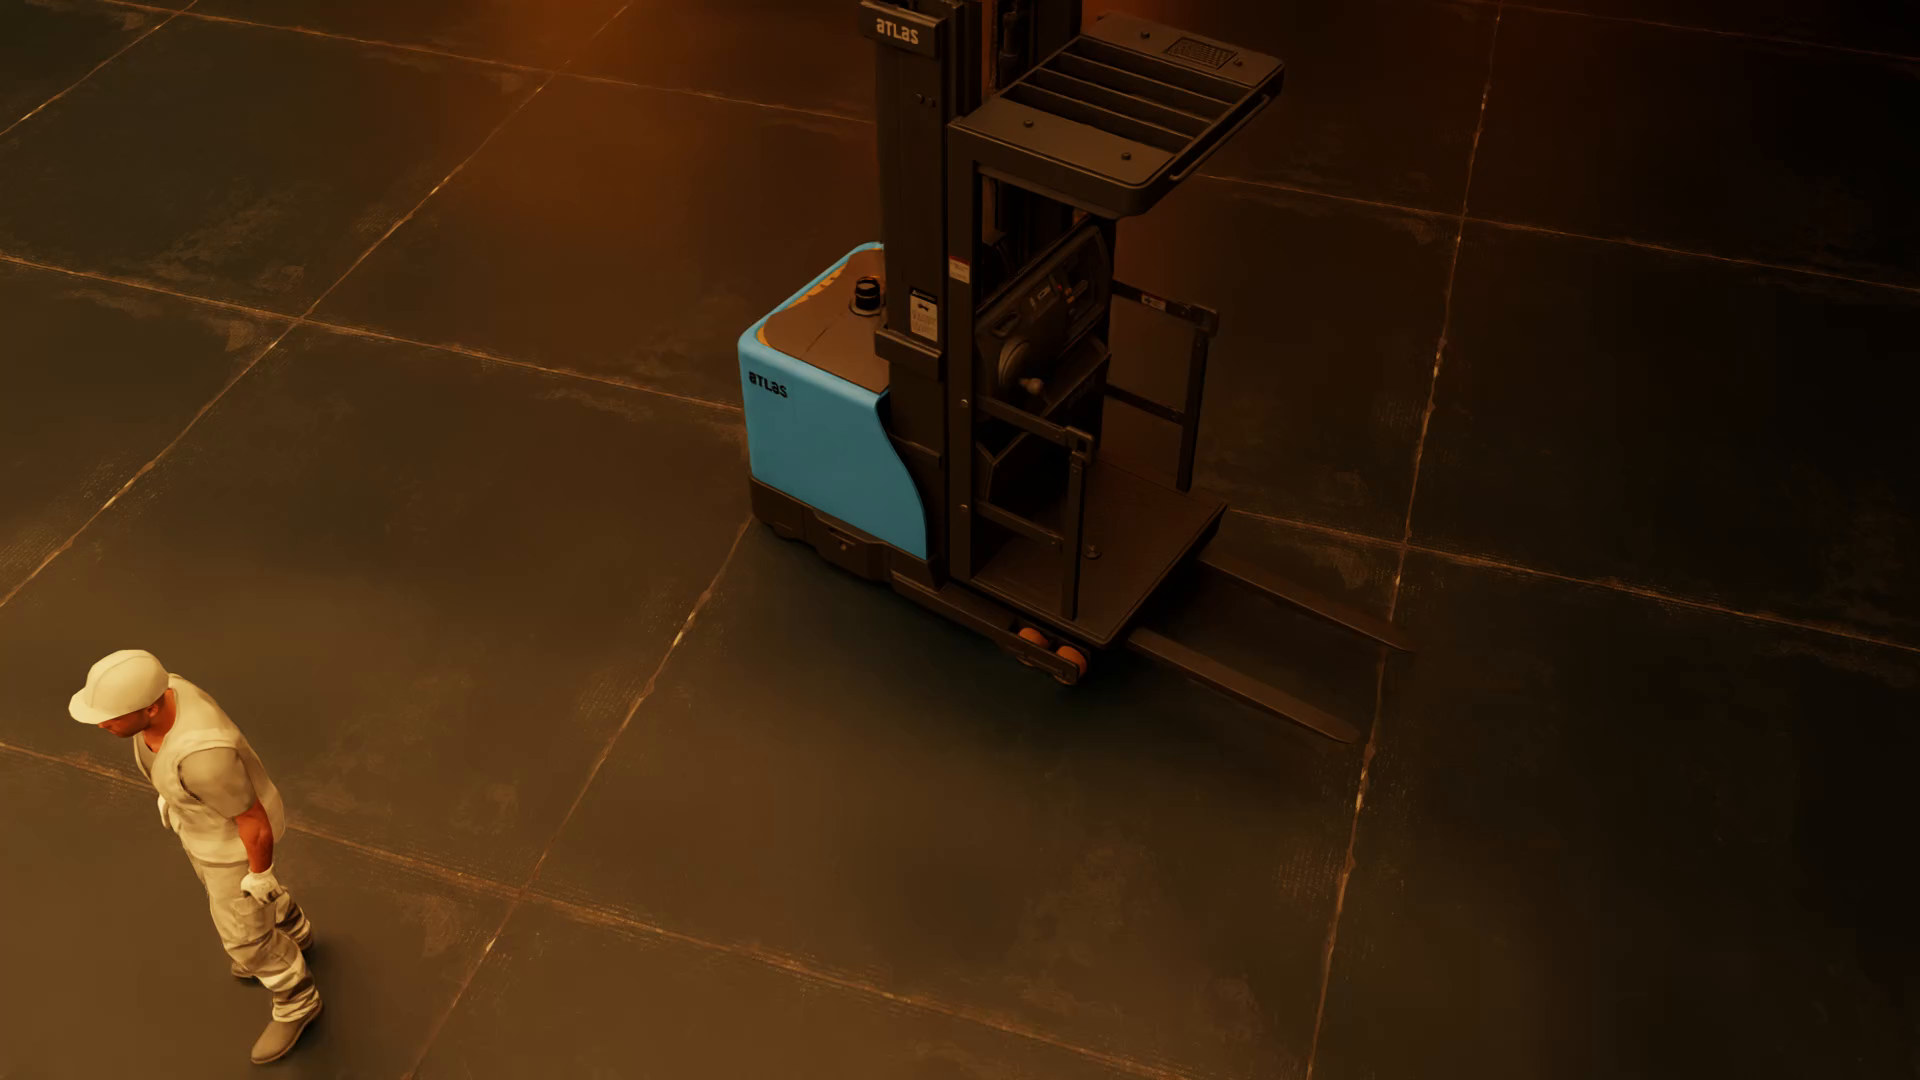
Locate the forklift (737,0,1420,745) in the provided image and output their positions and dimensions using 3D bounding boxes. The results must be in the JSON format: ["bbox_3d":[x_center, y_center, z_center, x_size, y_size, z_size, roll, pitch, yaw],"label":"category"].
[{"bbox_3d":[0.515,-0.866,6.620,3.031,2.935,1.130,25,48,24],"label":"forklift"}]

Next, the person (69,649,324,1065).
[{"bbox_3d":[-2.471,0.983,5.492,0.458,1.789,0.612,-32,52,-30],"label":"person"}]
